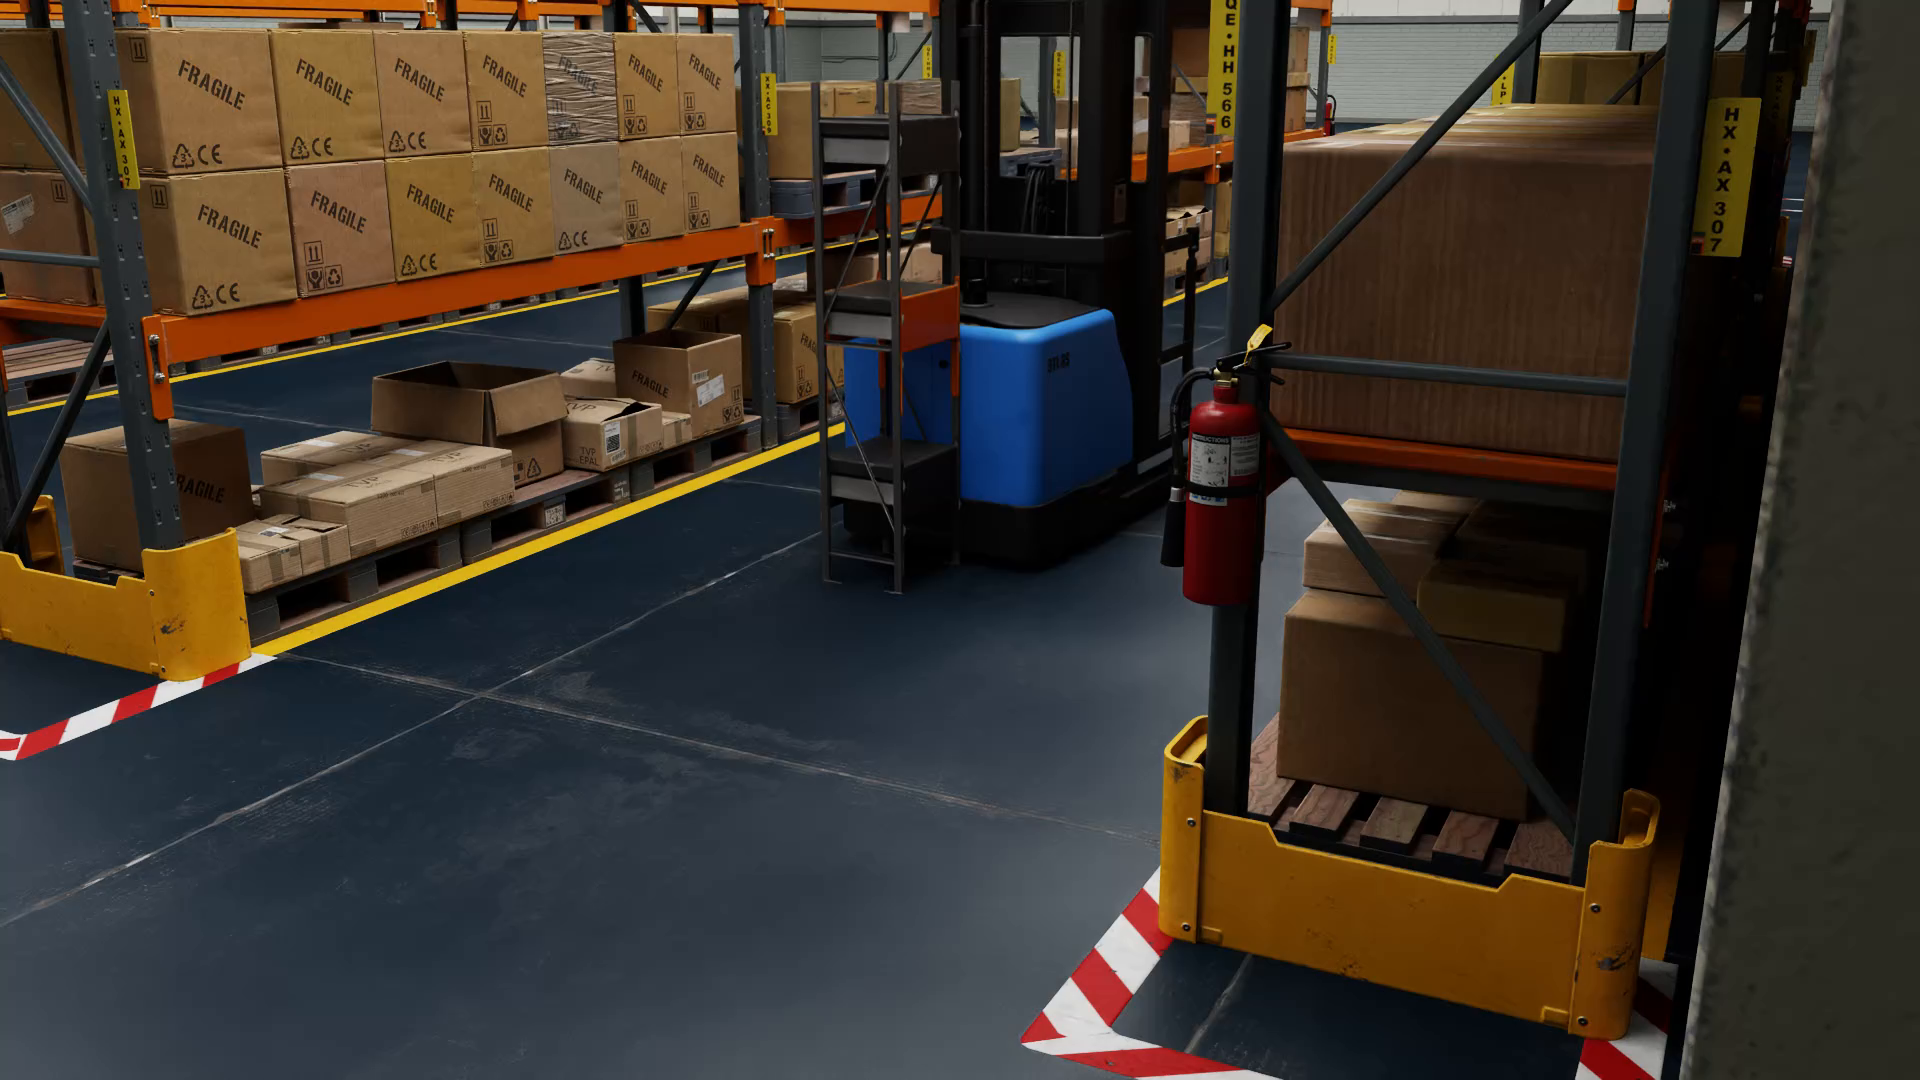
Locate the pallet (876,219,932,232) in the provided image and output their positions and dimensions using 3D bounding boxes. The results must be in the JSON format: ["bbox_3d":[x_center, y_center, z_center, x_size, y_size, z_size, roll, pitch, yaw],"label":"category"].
[{"bbox_3d":[-0.960,-4.148,21.452,1.003,0.211,1.213,8,18,25],"label":"pallet"}]

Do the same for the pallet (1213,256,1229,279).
[{"bbox_3d":[2.434,-2.927,17.340,1.003,0.211,1.213,8,18,25],"label":"pallet"}]

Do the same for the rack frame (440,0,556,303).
[{"bbox_3d":[-4.175,-3.678,14.974,1.000,3.000,0.127,8,18,25],"label":"rack frame"}]

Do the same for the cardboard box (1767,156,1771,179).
[{"bbox_3d":[4.476,-2.337,9.726,0.500,0.500,0.500,8,18,25],"label":"cardboard box"}]

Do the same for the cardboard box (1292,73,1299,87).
[{"bbox_3d":[3.599,-5.190,18.749,0.380,0.149,0.250,8,18,25],"label":"cardboard box"}]

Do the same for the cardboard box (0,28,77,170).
[{"bbox_3d":[-3.368,-1.685,6.331,0.500,0.500,0.500,8,18,25],"label":"cardboard box"}]

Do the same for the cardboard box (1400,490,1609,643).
[{"bbox_3d":[2.016,0.033,6.130,0.700,0.500,0.500,9,19,27],"label":"cardboard box"}]

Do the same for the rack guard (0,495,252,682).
[{"bbox_3d":[-3.286,0.170,6.409,1.175,0.500,0.348,8,18,25],"label":"rack guard"}]

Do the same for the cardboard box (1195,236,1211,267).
[{"bbox_3d":[2.116,-2.807,16.131,0.500,0.250,0.500,8,18,25],"label":"cardboard box"}]

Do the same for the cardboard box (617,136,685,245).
[{"bbox_3d":[-1.756,-1.785,8.423,0.500,0.500,0.500,9,19,27],"label":"cardboard box"}]

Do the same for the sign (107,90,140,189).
[{"bbox_3d":[-2.835,-1.355,5.633,0.100,0.325,0.005,8,18,25],"label":"sign"}]

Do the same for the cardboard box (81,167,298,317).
[{"bbox_3d":[-2.886,-1.137,6.242,0.500,0.500,0.500,9,19,27],"label":"cardboard box"}]

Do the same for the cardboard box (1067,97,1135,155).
[{"bbox_3d":[1.225,-3.659,14.732,0.500,0.500,0.500,8,18,25],"label":"cardboard box"}]

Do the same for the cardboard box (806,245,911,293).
[{"bbox_3d":[-0.652,-1.747,10.773,0.500,0.250,0.500,8,18,25],"label":"cardboard box"}]

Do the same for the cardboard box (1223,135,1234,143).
[{"bbox_3d":[2.464,-4.363,17.103,0.700,0.500,0.500,8,18,25],"label":"cardboard box"}]

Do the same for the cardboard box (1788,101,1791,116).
[{"bbox_3d":[8.242,-4.606,17.007,0.500,0.500,0.500,8,18,25],"label":"cardboard box"}]

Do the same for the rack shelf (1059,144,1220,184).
[{"bbox_3d":[1.148,-3.212,14.667,1.077,0.370,4.000,8,18,25],"label":"rack shelf"}]

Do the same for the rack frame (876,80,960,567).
[{"bbox_3d":[-0.178,-0.916,7.253,0.400,2.100,0.015,9,19,28],"label":"rack frame"}]

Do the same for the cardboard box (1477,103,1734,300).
[{"bbox_3d":[2.643,-1.407,6.799,0.980,0.700,0.700,8,19,26],"label":"cardboard box"}]

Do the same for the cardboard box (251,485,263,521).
[{"bbox_3d":[-3.036,-0.124,7.210,0.380,0.166,0.250,8,18,25],"label":"cardboard box"}]

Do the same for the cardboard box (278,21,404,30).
[{"bbox_3d":[-7.299,-5.632,19.759,1.000,1.000,1.000,8,18,26],"label":"cardboard box"}]

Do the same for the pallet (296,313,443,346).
[{"bbox_3d":[-5.037,-1.826,13.635,1.003,0.211,1.213,8,18,25],"label":"pallet"}]

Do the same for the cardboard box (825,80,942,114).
[{"bbox_3d":[-0.506,-2.913,11.484,0.700,0.500,0.500,12,21,36],"label":"cardboard box"}]

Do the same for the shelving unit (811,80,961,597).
[{"bbox_3d":[-0.298,-0.855,7.050,0.431,2.100,0.503,9,19,28],"label":"shelving unit"}]

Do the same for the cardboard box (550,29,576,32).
[{"bbox_3d":[-5.500,-6.589,22.321,0.500,0.500,0.500,8,18,25],"label":"cardboard box"}]

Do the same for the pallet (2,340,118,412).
[{"bbox_3d":[-6.257,-1.130,11.293,1.003,0.211,1.213,8,18,25],"label":"pallet"}]

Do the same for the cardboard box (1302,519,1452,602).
[{"bbox_3d":[1.231,0.059,4.905,0.380,0.149,0.250,8,18,25],"label":"cardboard box"}]

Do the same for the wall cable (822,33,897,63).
[{"bbox_3d":[-3.552,-17.786,57.389,3.097,2.526,0.112,8,18,25],"label":"wall cable"}]

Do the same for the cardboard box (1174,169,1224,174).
[{"bbox_3d":[2.507,-3.708,17.850,0.500,0.500,0.500,8,18,25],"label":"cardboard box"}]

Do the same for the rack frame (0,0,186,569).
[{"bbox_3d":[-3.320,-1.009,5.988,1.000,3.000,0.127,8,18,25],"label":"rack frame"}]

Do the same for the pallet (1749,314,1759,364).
[{"bbox_3d":[5.584,-1.590,12.839,1.003,0.211,1.213,8,18,25],"label":"pallet"}]

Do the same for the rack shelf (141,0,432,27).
[{"bbox_3d":[-7.713,-5.911,18.486,1.077,0.370,4.000,8,18,25],"label":"rack shelf"}]

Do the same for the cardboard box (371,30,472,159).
[{"bbox_3d":[-2.431,-1.877,6.978,0.500,0.500,0.500,8,18,26],"label":"cardboard box"}]

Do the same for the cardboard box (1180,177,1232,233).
[{"bbox_3d":[2.529,-3.387,16.768,0.500,0.500,0.500,8,18,25],"label":"cardboard box"}]

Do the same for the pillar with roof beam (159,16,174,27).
[{"bbox_3d":[-12.925,-12.031,32.560,9.100,9.000,0.400,8,18,25],"label":"pillar with roof beam"}]

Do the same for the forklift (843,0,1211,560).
[{"bbox_3d":[0.618,-1.686,8.388,1.130,2.935,3.031,9,19,28],"label":"forklift"}]

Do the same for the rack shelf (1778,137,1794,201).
[{"bbox_3d":[7.369,-3.601,15.978,1.077,0.370,4.000,8,18,25],"label":"rack shelf"}]

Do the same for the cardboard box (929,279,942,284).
[{"bbox_3d":[-0.414,-1.525,11.343,0.500,0.500,0.500,7,18,23],"label":"cardboard box"}]

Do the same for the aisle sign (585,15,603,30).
[{"bbox_3d":[-5.272,-7.646,23.768,0.394,0.787,0.004,8,18,25],"label":"aisle sign"}]

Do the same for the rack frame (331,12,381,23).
[{"bbox_3d":[-9.424,-7.003,26.167,1.000,3.000,0.127,8,18,25],"label":"rack frame"}]

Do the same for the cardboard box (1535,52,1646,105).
[{"bbox_3d":[2.880,-2.110,7.644,0.500,0.250,0.500,9,19,27],"label":"cardboard box"}]

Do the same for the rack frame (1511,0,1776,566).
[{"bbox_3d":[2.900,-1.399,7.300,1.000,3.000,0.127,8,18,25],"label":"rack frame"}]

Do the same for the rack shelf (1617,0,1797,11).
[{"bbox_3d":[3.794,-3.001,8.690,1.077,0.370,4.000,8,18,25],"label":"rack shelf"}]

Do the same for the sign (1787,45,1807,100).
[{"bbox_3d":[5.186,-2.903,10.330,0.100,0.325,0.005,8,18,25],"label":"sign"}]

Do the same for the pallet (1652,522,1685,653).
[{"bbox_3d":[2.490,0.122,7.078,1.003,0.211,1.213,8,18,25],"label":"pallet"}]

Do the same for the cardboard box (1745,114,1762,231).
[{"bbox_3d":[3.331,-1.684,7.527,0.500,0.500,0.500,7,18,23],"label":"cardboard box"}]

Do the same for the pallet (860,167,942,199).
[{"bbox_3d":[-0.611,-2.459,11.207,1.003,0.211,1.213,8,18,25],"label":"pallet"}]

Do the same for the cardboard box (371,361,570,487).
[{"bbox_3d":[-2.368,-0.563,8.098,0.797,0.503,0.637,8,18,25],"label":"cardboard box"}]

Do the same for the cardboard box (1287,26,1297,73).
[{"bbox_3d":[3.355,-5.489,18.617,0.700,0.500,0.500,8,18,24],"label":"cardboard box"}]
